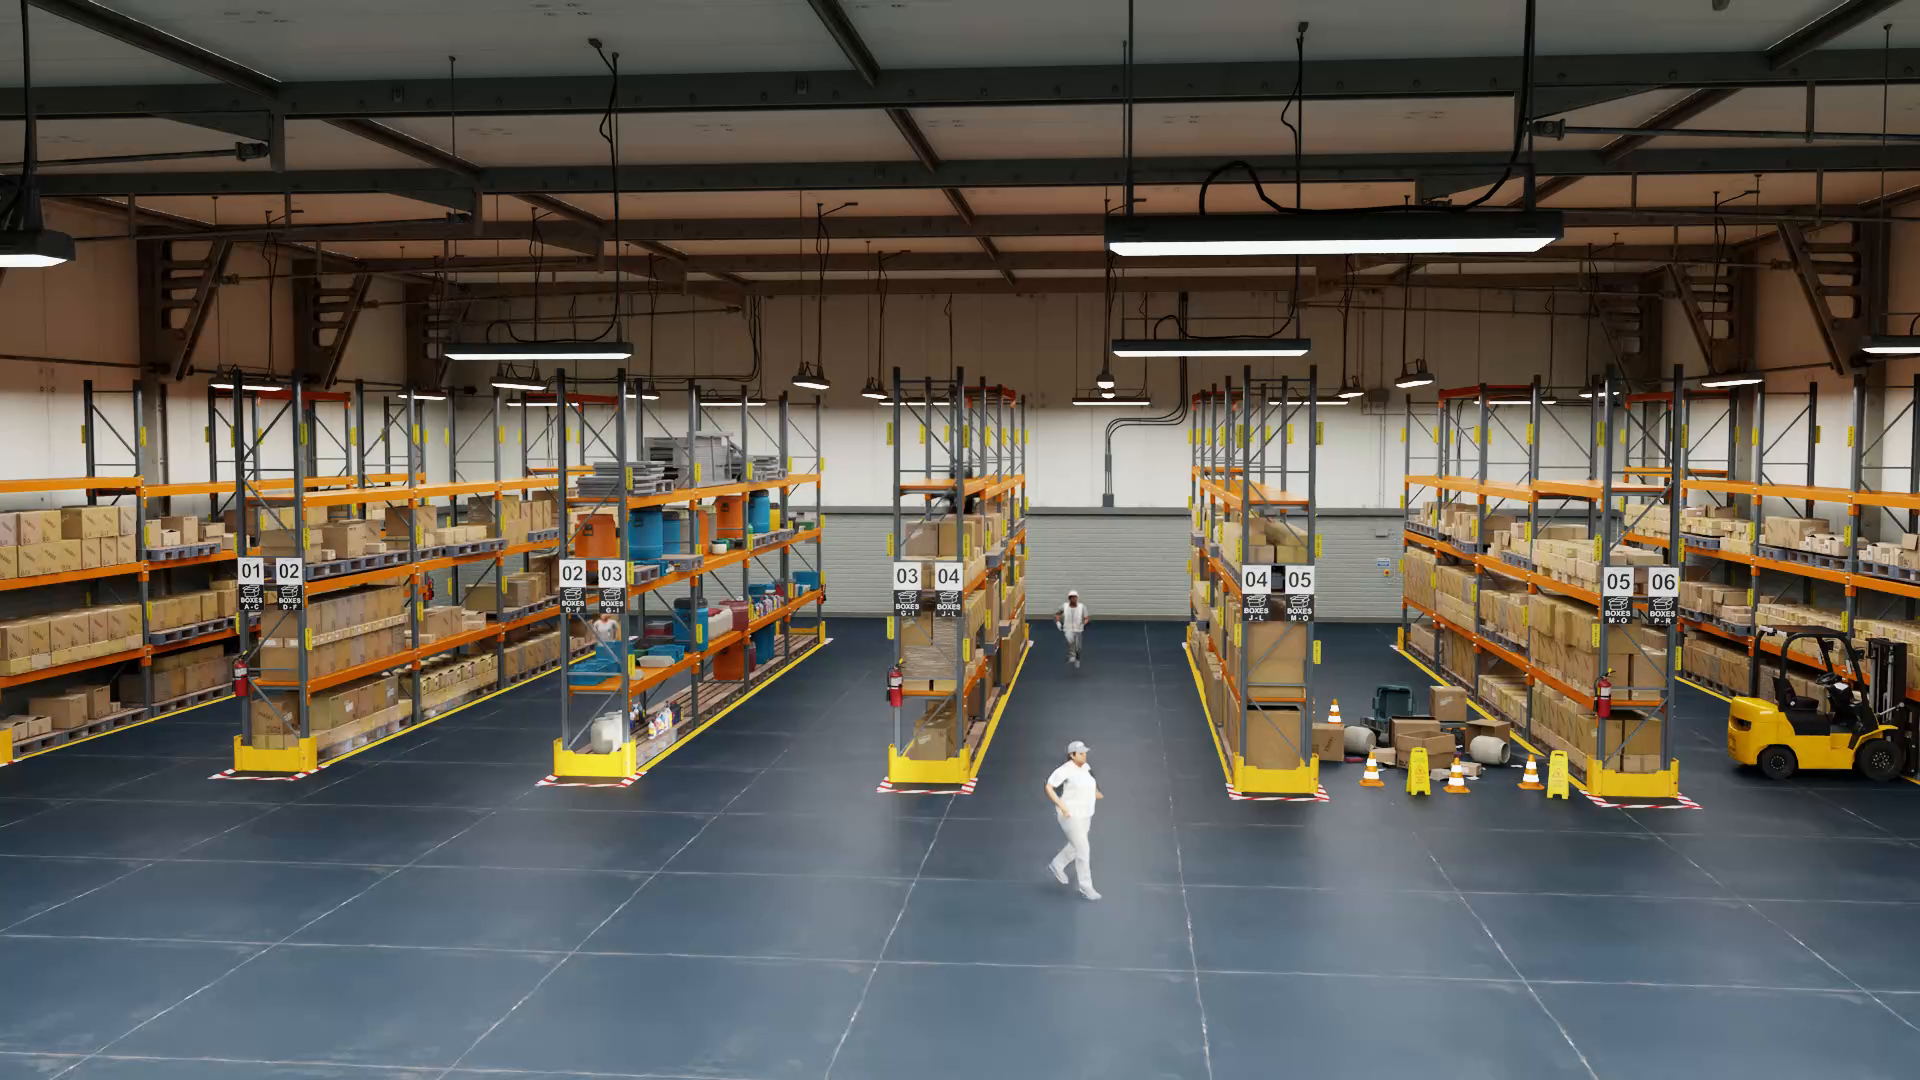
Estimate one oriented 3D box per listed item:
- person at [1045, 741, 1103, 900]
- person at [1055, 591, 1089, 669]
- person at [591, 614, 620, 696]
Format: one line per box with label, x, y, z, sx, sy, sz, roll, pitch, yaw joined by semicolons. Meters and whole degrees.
person;1.255;3.038;18.241;0.813;1.689;0.602;3;5;40
person;2.366;1.906;35.065;0.713;1.687;0.902;0;4;1
person;-6.924;2.149;32.456;0.511;1.713;0.825;0;4;-3
